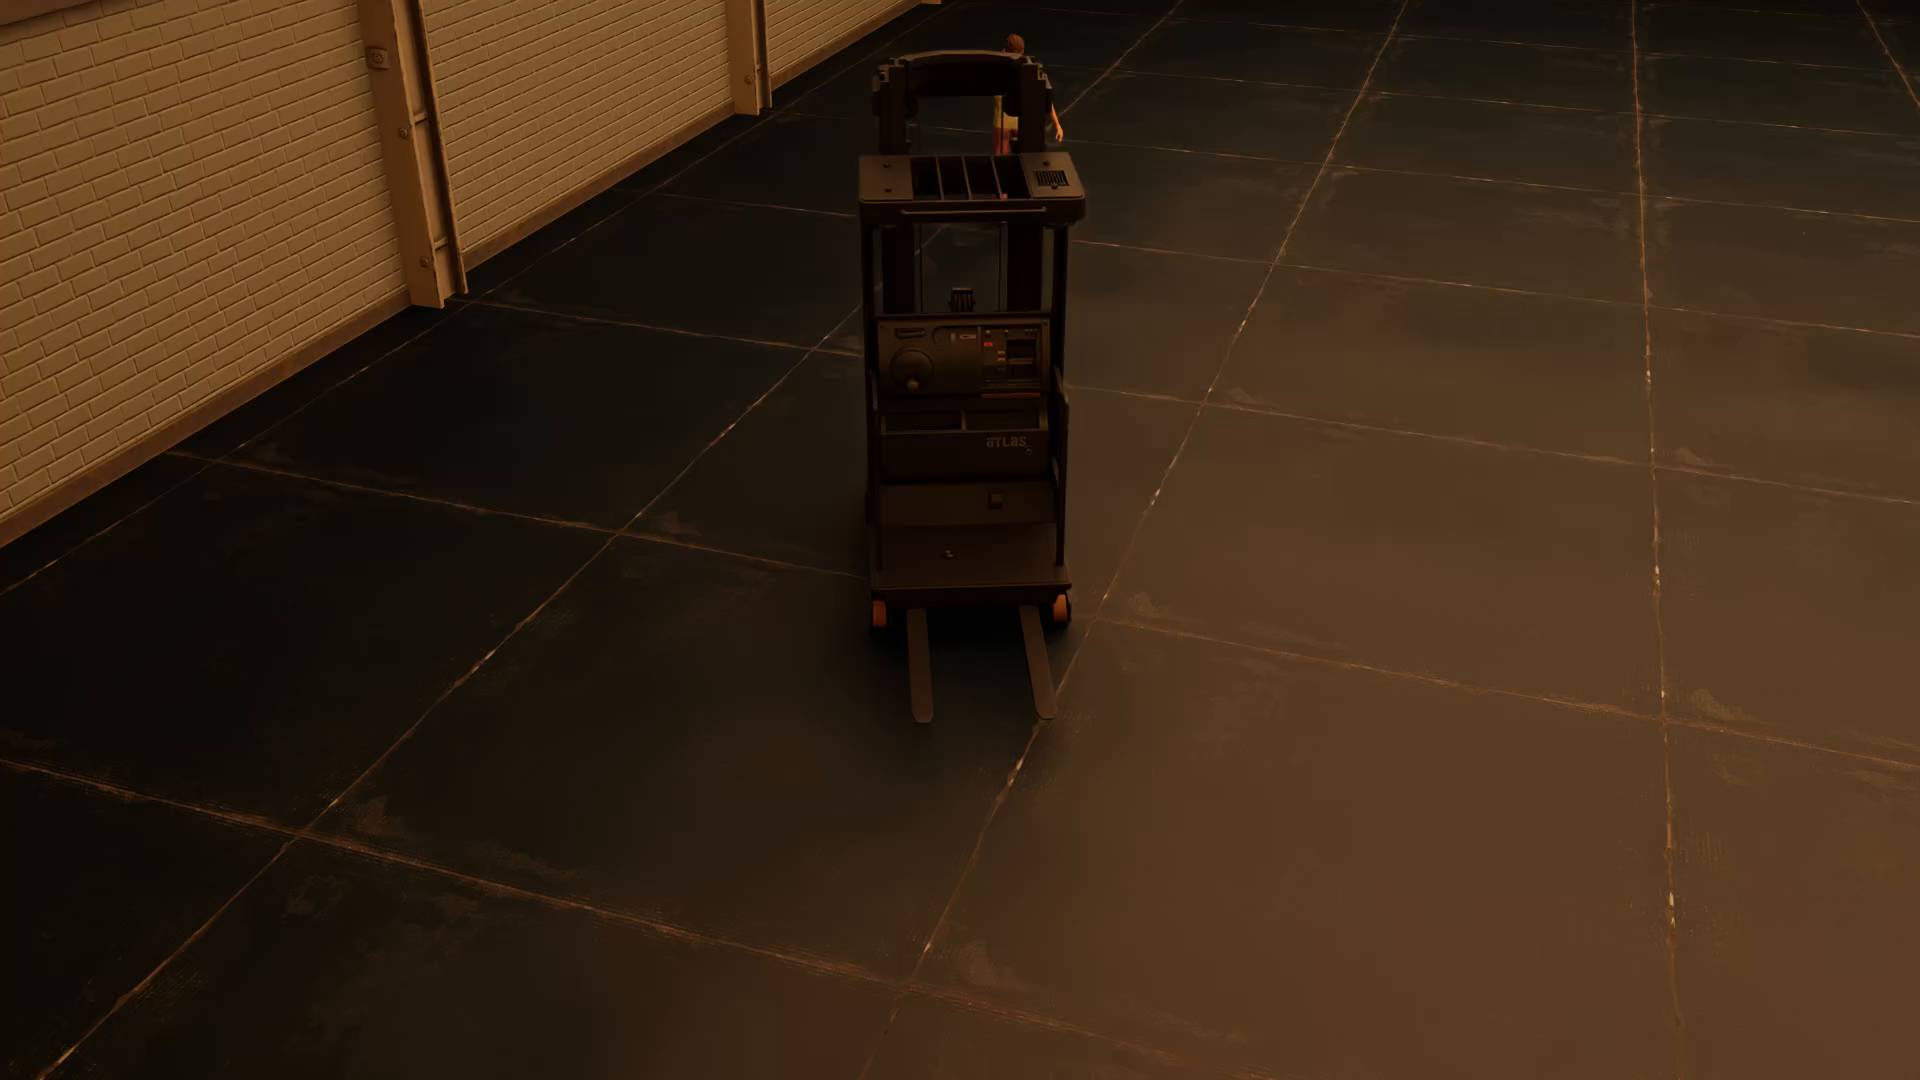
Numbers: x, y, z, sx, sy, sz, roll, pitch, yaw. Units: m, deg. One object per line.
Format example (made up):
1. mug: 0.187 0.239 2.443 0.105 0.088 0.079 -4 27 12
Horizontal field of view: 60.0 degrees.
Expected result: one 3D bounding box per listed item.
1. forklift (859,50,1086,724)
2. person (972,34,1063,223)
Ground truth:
1. forklift: 0.037 -0.948 8.799 1.130 2.935 3.031 -2 30 -3
2. person: 0.503 -3.715 14.960 0.871 1.655 0.724 3 30 6
